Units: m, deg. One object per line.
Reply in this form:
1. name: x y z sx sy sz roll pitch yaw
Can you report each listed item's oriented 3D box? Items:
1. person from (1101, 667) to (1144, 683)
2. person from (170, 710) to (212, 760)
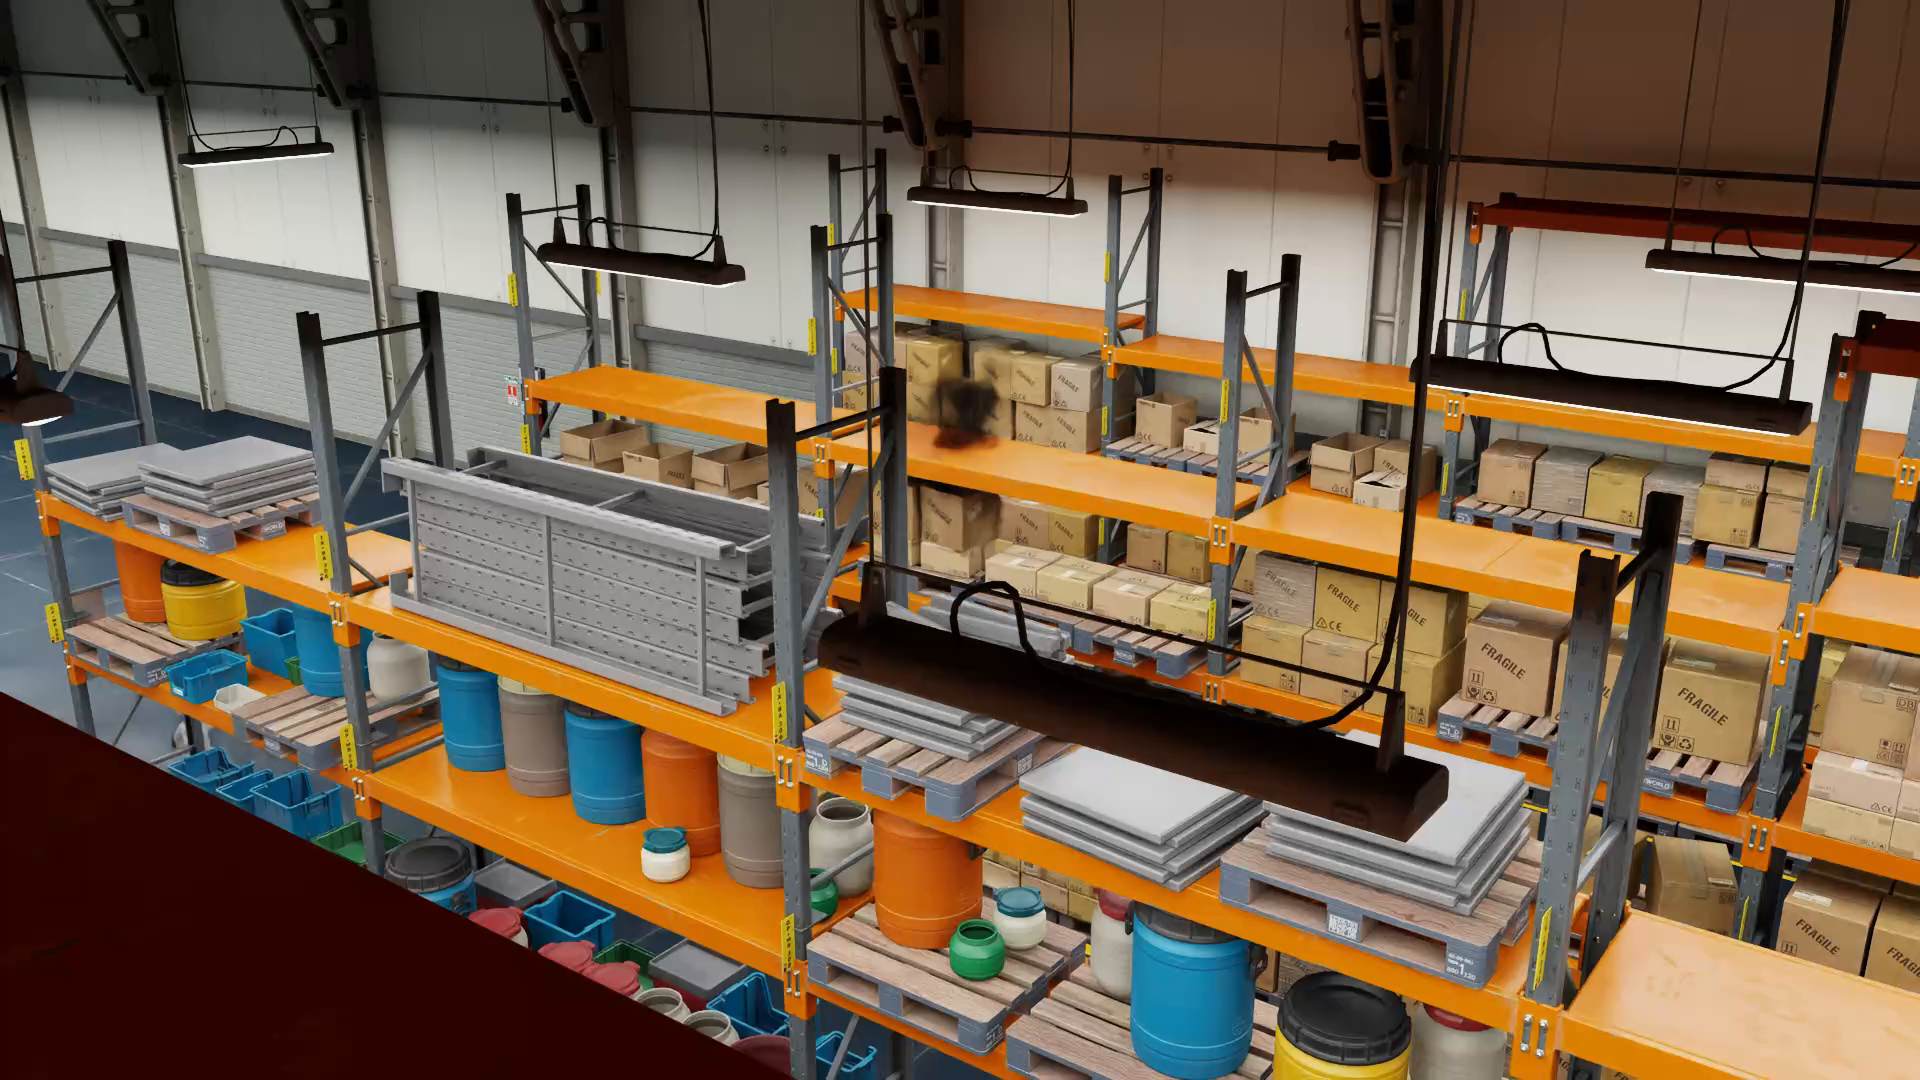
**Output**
1. person: 1.629 1.763 17.103 0.826 1.735 0.715 9 20 24
2. person: -7.346 2.195 15.968 0.606 1.651 0.632 1 19 4
